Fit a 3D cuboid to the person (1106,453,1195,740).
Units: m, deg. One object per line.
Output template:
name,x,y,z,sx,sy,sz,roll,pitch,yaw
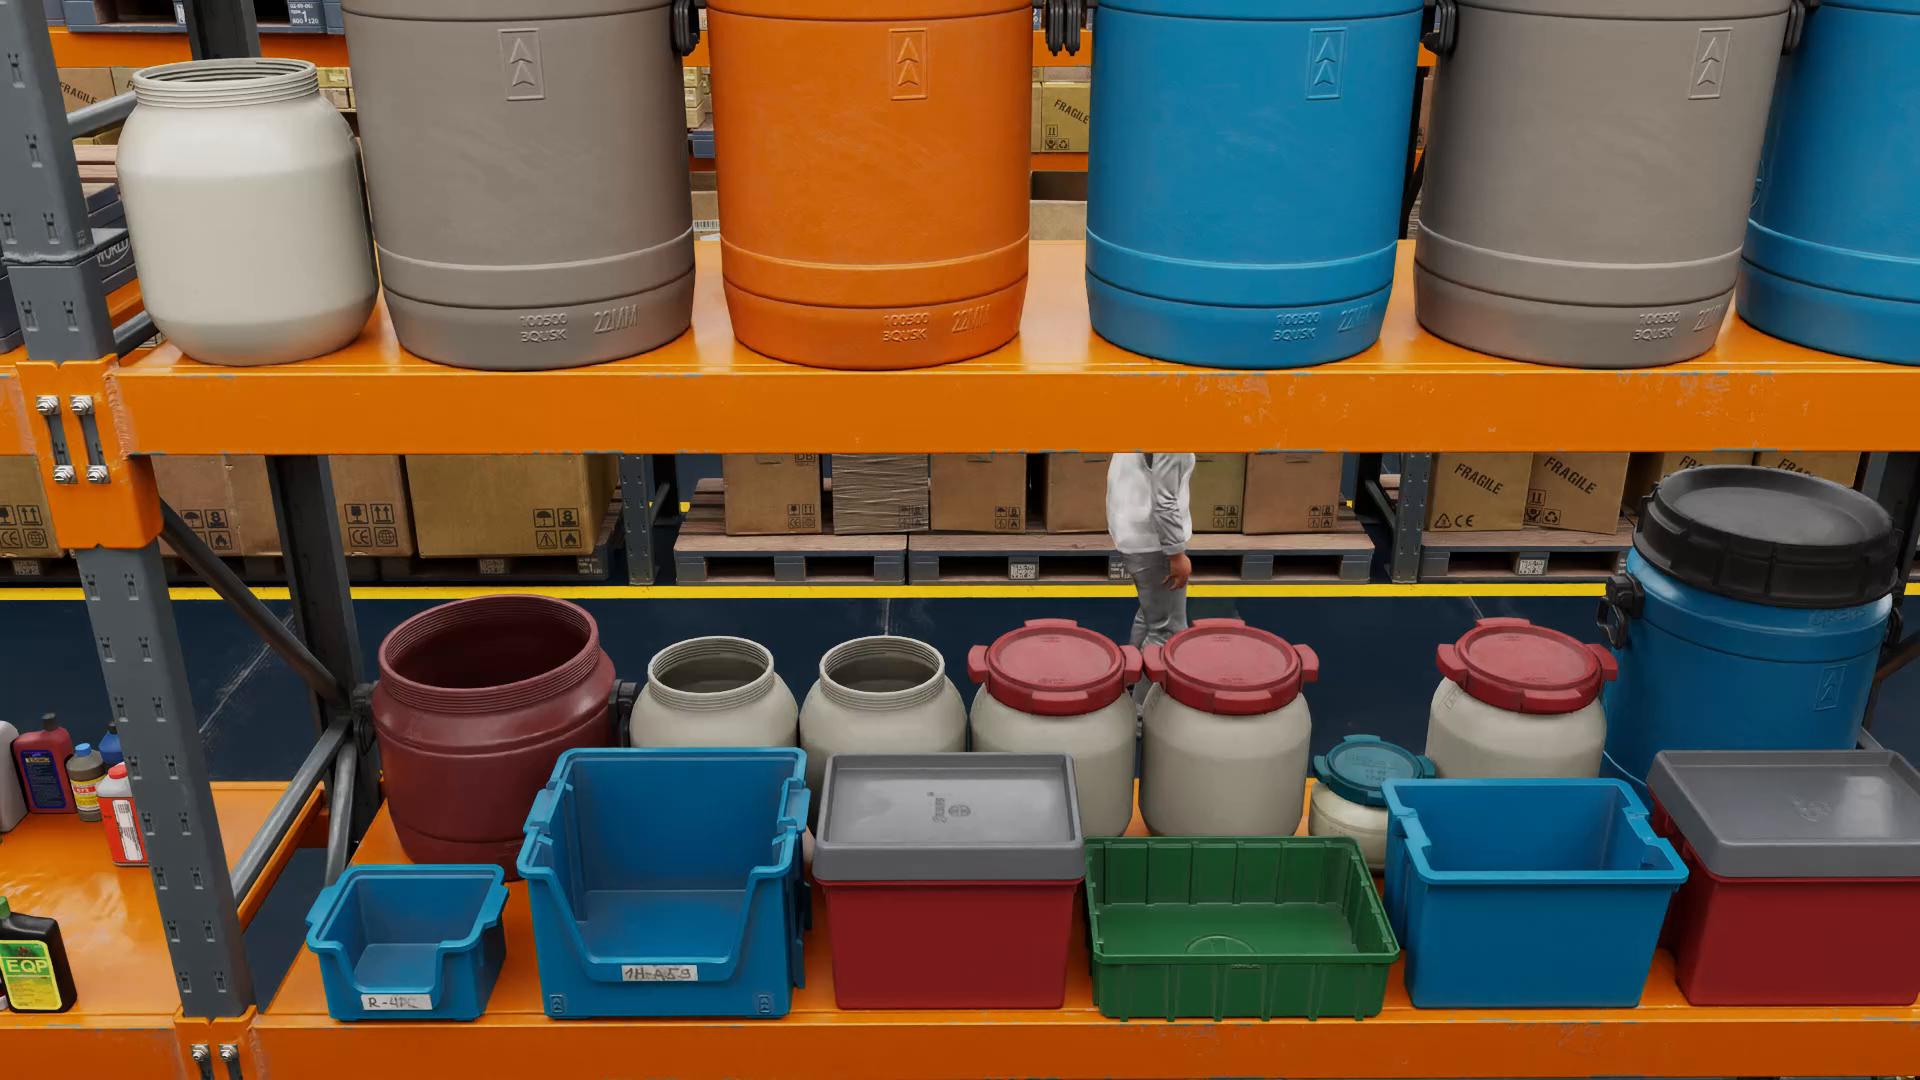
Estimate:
person,0.858,-0.025,7.126,0.463,1.771,0.593,-2,24,-4
